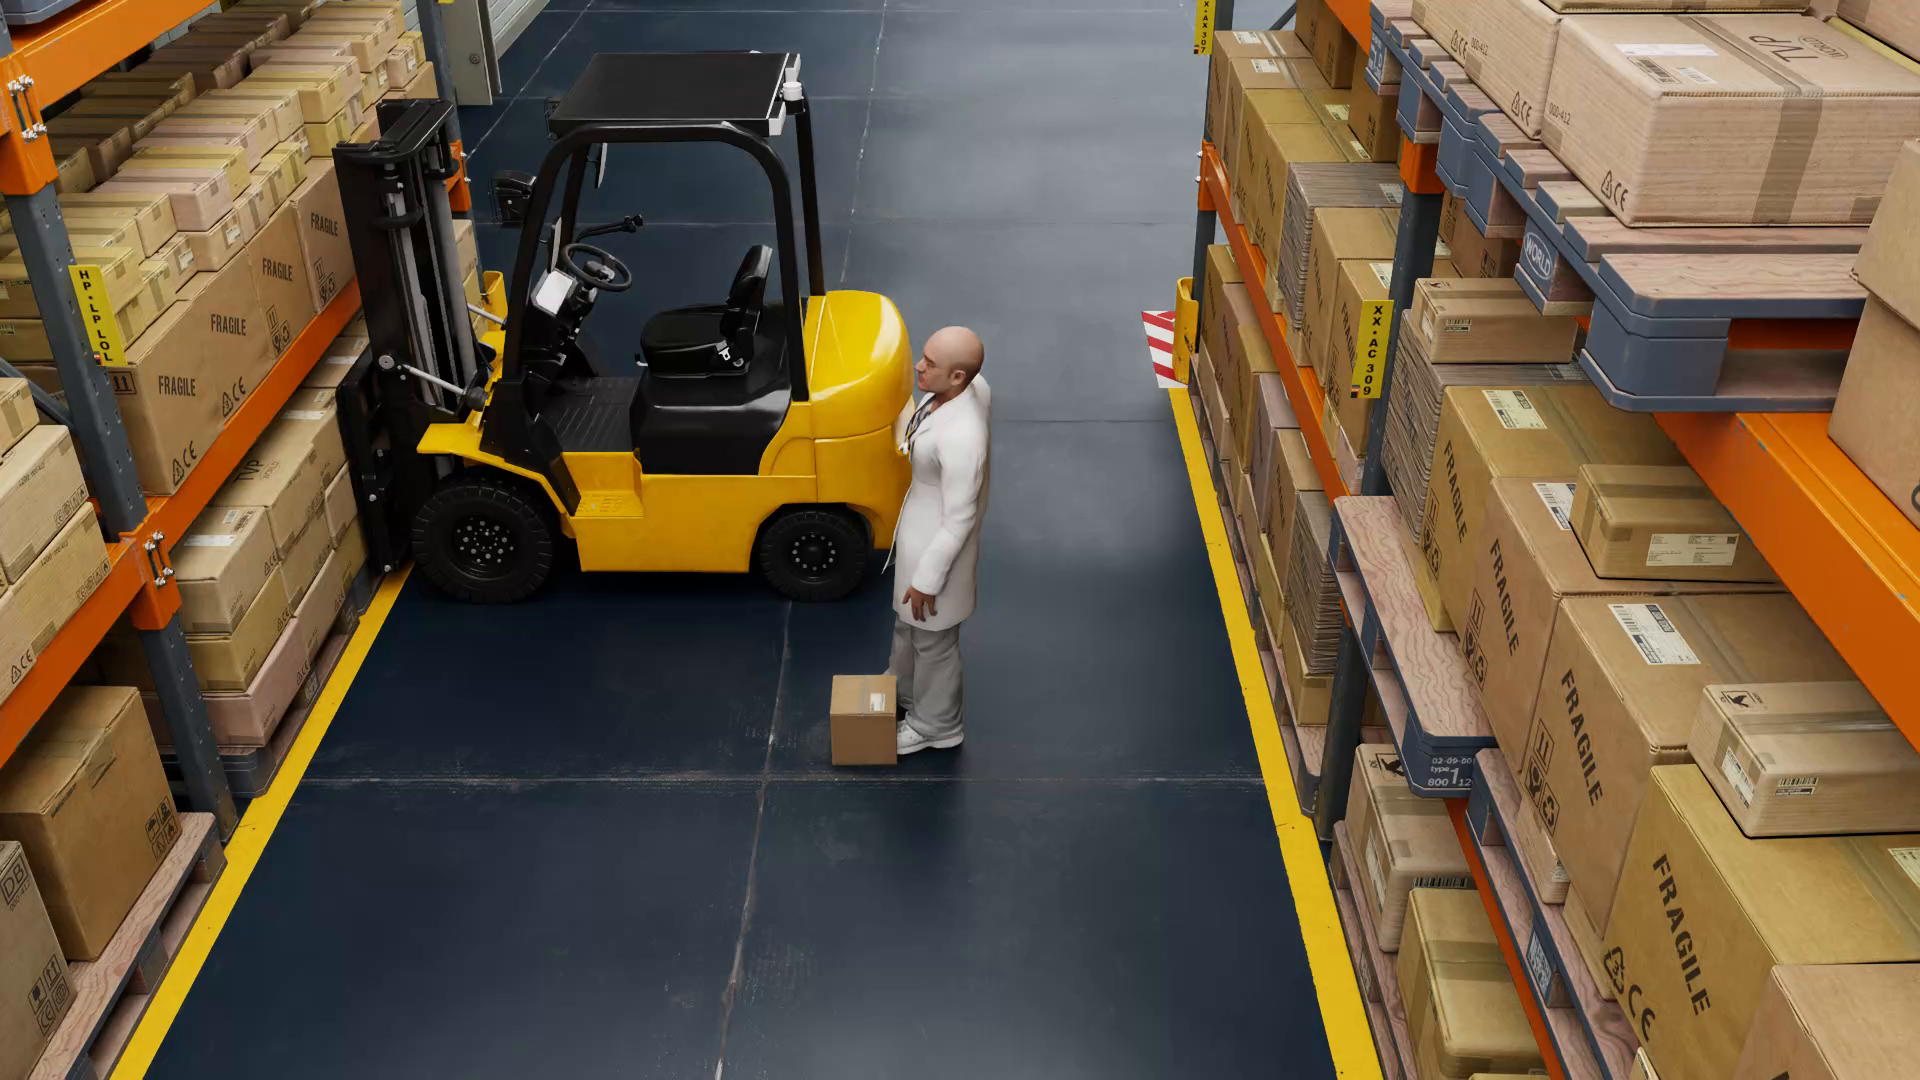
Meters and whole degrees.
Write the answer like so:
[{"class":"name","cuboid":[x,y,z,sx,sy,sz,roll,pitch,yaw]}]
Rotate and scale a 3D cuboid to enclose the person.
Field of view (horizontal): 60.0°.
[{"class":"person","cuboid":[-0.178,0.025,6.090,0.582,1.775,0.695,0,31,0]}]
